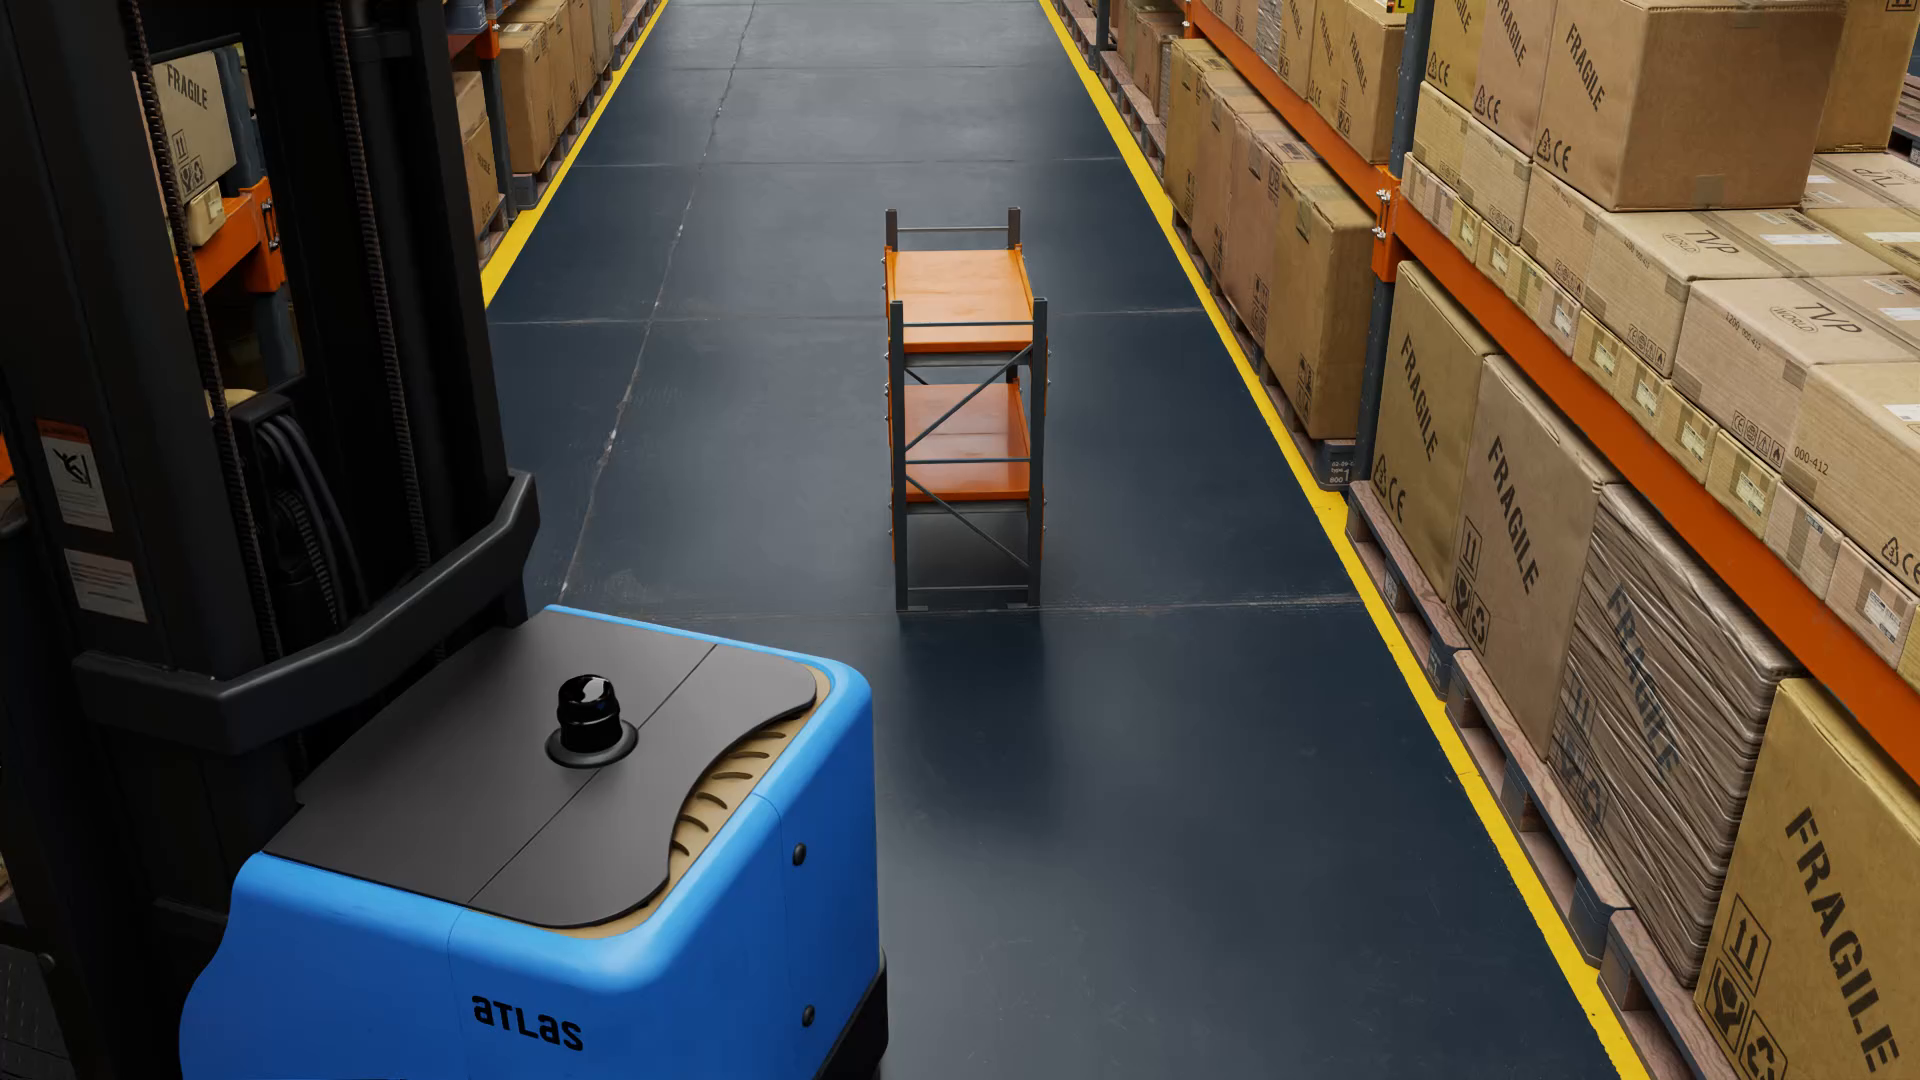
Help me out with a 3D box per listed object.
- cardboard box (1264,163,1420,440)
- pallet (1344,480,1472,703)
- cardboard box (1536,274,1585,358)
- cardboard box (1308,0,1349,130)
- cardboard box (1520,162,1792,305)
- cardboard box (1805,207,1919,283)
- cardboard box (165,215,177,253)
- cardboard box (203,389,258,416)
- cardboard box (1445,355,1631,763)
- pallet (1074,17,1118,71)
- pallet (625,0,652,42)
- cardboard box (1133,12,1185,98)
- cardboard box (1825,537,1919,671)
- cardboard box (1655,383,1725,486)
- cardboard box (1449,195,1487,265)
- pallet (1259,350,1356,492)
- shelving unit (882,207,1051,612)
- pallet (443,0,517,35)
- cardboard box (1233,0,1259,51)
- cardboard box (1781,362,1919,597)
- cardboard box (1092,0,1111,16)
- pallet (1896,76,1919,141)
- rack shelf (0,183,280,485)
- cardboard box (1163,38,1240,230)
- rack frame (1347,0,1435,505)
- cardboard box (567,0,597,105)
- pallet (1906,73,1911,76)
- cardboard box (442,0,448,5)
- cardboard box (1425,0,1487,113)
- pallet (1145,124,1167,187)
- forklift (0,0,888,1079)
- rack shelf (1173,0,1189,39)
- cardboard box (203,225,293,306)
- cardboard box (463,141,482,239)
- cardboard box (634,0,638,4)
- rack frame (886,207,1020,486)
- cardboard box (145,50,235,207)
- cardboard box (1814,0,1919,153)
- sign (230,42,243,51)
[{"bbox_3d":[1.968,-0.994,6.756,1.225,0.875,0.875,-1,28,-2],"label":"cardboard box"},{"bbox_3d":[1.983,0.135,5.764,1.003,0.211,1.213,-1,28,-3],"label":"pallet"},{"bbox_3d":[1.773,-0.600,4.429,0.380,0.149,0.250,-1,28,-2],"label":"cardboard box"},{"bbox_3d":[1.706,-1.937,6.613,0.500,0.500,0.500,-1,28,-1],"label":"cardboard box"},{"bbox_3d":[1.838,-0.828,4.434,0.500,0.250,0.500,-1,28,-1],"label":"cardboard box"},{"bbox_3d":[2.386,-0.614,4.024,0.500,0.250,0.500,-2,28,-4],"label":"cardboard box"},{"bbox_3d":[-2.612,-0.903,5.009,0.380,0.149,0.250,0,28,-1],"label":"cardboard box"},{"bbox_3d":[-2.658,-0.410,5.777,0.380,0.149,0.250,-1,28,-1],"label":"cardboard box"},{"bbox_3d":[2.023,0.023,4.805,0.875,0.875,0.875,-1,28,-3],"label":"cardboard box"},{"bbox_3d":[1.534,-4.222,14.117,1.003,0.211,1.213,-1,28,-3],"label":"pallet"},{"bbox_3d":[-3.383,-4.758,15.144,1.003,0.211,1.213,-1,28,-3],"label":"pallet"},{"bbox_3d":[1.650,-3.473,11.892,0.700,0.500,0.500,-4,28,-7],"label":"cardboard box"},{"bbox_3d":[1.856,0.111,3.066,0.380,0.149,0.250,-1,28,-3],"label":"cardboard box"},{"bbox_3d":[1.814,-0.244,3.746,0.380,0.149,0.250,-1,28,-2],"label":"cardboard box"},{"bbox_3d":[1.733,-0.956,5.111,0.380,0.149,0.250,-1,28,-1],"label":"cardboard box"},{"bbox_3d":[1.906,-0.573,7.120,1.003,0.211,1.213,-1,28,-3],"label":"pallet"},{"bbox_3d":[0.000,-0.496,5.984,0.538,1.125,1.048,-1,28,-3],"label":"shelving unit"},{"bbox_3d":[-3.002,-2.817,8.616,1.213,0.211,1.003,-1,28,-3],"label":"pallet"},{"bbox_3d":[1.626,-2.641,7.961,0.500,0.500,0.500,-2,28,-4],"label":"cardboard box"},{"bbox_3d":[1.914,-0.125,3.086,0.500,0.250,0.500,-2,28,-4],"label":"cardboard box"},{"bbox_3d":[1.475,-4.962,14.769,0.500,0.500,0.500,-4,28,-7],"label":"cardboard box"},{"bbox_3d":[6.697,-3.106,11.977,1.003,0.211,1.213,-1,28,-3],"label":"pallet"},{"bbox_3d":[-2.832,-0.139,4.051,1.077,0.370,4.000,-1,28,-3],"label":"rack shelf"},{"bbox_3d":[1.828,-2.227,9.120,1.225,0.875,0.875,-3,28,-5],"label":"cardboard box"},{"bbox_3d":[2.022,-1.455,5.796,1.000,3.000,0.127,-1,28,-3],"label":"rack frame"},{"bbox_3d":[-3.186,-3.535,11.762,1.050,0.750,0.750,-1,28,-3],"label":"cardboard box"},{"bbox_3d":[6.630,-3.671,13.060,1.003,0.211,1.213,-1,28,-3],"label":"pallet"},{"bbox_3d":[-2.611,-2.614,7.836,0.380,0.149,0.250,-3,28,-5],"label":"cardboard box"},{"bbox_3d":[1.791,-1.625,5.152,0.500,0.500,0.500,-1,28,-3],"label":"cardboard box"},{"bbox_3d":[1.774,-2.427,10.674,1.003,0.211,1.213,-1,28,-3],"label":"pallet"},{"bbox_3d":[-1.739,-0.116,3.304,3.031,2.935,1.130,10,29,18],"label":"forklift"},{"bbox_3d":[1.708,-3.907,11.275,1.077,0.370,4.000,-1,28,-3],"label":"rack shelf"},{"bbox_3d":[-2.711,-1.140,6.630,0.500,0.250,0.500,-3,28,-5],"label":"cardboard box"},{"bbox_3d":[-2.827,-1.769,8.648,0.500,0.500,0.500,0,28,-1],"label":"cardboard box"},{"bbox_3d":[-3.414,-5.450,15.299,0.875,0.875,0.875,-2,28,-3],"label":"cardboard box"},{"bbox_3d":[-0.026,-0.730,6.434,0.500,1.125,0.032,-1,28,-3],"label":"rack frame"},{"bbox_3d":[-2.629,-1.341,5.148,0.500,0.500,0.500,-1,28,-3],"label":"cardboard box"},{"bbox_3d":[2.335,-1.415,4.750,0.500,0.500,0.500,-1,28,-2],"label":"cardboard box"},{"bbox_3d":[-2.395,-1.782,5.487,0.100,0.325,0.005,-1,28,-3],"label":"sign"}]
